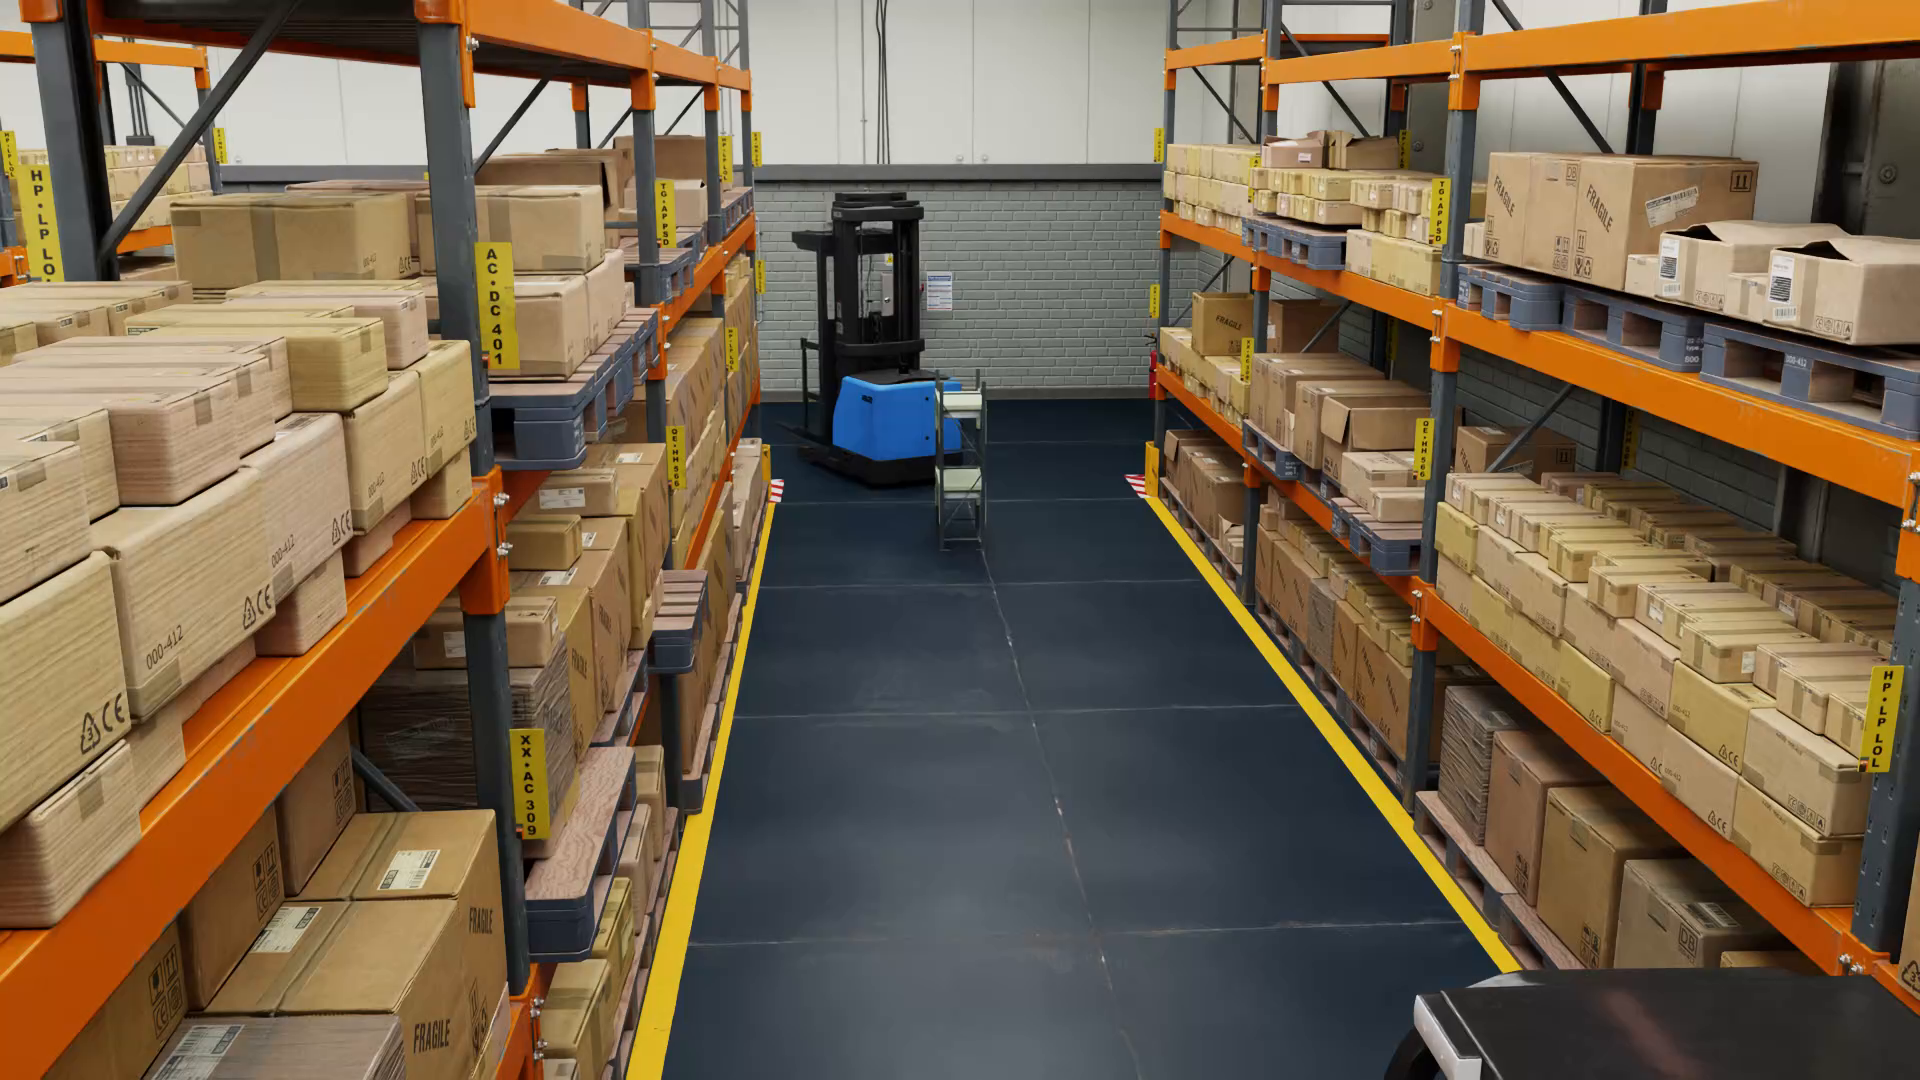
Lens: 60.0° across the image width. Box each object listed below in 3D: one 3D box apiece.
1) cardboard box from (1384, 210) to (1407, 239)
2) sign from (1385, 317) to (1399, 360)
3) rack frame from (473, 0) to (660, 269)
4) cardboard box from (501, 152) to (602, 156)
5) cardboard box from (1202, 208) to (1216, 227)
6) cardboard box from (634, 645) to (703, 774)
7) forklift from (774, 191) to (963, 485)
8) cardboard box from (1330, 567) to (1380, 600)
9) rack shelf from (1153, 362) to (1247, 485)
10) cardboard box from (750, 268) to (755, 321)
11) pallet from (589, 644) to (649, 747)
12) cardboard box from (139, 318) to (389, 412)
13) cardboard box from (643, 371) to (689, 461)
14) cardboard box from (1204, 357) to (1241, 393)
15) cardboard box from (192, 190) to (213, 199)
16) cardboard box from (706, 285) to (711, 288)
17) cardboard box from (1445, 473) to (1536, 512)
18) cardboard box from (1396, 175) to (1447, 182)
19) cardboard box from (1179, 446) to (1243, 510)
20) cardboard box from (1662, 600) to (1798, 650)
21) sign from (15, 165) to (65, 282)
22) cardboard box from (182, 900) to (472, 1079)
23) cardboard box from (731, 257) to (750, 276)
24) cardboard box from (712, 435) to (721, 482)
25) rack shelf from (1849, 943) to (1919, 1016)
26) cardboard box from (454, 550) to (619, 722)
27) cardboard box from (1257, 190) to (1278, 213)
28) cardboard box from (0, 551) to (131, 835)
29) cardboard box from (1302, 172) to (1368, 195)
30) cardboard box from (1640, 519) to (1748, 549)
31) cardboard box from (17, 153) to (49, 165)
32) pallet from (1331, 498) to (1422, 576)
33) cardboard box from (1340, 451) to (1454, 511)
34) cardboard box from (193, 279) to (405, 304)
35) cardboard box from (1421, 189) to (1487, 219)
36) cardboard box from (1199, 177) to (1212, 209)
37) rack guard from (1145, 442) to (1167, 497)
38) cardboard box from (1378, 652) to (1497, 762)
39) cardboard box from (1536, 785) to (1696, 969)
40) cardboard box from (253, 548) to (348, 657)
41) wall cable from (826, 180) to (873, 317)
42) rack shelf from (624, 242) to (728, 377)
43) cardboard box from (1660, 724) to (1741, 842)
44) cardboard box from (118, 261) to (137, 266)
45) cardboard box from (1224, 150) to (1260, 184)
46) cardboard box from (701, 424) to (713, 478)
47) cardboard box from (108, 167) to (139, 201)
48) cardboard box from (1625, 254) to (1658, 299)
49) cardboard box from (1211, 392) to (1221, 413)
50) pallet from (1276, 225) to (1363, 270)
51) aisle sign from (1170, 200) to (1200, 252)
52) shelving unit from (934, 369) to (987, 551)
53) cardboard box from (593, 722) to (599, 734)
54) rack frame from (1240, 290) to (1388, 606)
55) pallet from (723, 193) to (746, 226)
[{"bbox_3d":[2.657,-1.812,9.531,0.380,0.149,0.250,-1,14,-3],"label":"cardboard box"},{"bbox_3d":[3.271,-1.528,12.621,0.100,0.325,0.005,-1,14,-3],"label":"sign"},{"bbox_3d":[-1.988,-2.791,7.813,1.000,3.000,0.127,-1,14,-3],"label":"rack frame"},{"bbox_3d":[-2.387,-2.024,9.808,0.500,0.500,0.500,-1,14,-3],"label":"cardboard box"},{"bbox_3d":[2.276,-2.756,14.202,0.380,0.149,0.250,-1,14,-2],"label":"cardboard box"},{"bbox_3d":[-1.948,0.767,9.446,0.875,0.875,0.875,-1,14,-4],"label":"cardboard box"},{"bbox_3d":[-1.140,-2.304,18.099,1.130,2.935,3.031,-8,17,-29],"label":"forklift"},{"bbox_3d":[2.628,0.281,10.786,0.380,0.149,0.250,-2,15,-6],"label":"cardboard box"},{"bbox_3d":[2.594,-1.107,14.751,1.077,0.370,4.000,-1,14,-3],"label":"rack shelf"},{"bbox_3d":[-2.216,-2.291,15.705,0.500,0.500,0.500,0,14,-2],"label":"cardboard box"},{"bbox_3d":[-1.825,0.699,6.674,1.003,0.211,1.213,-1,14,-3],"label":"pallet"},{"bbox_3d":[-1.336,-0.340,3.213,0.380,0.149,0.250,0,14,-2],"label":"cardboard box"},{"bbox_3d":[-1.815,-0.668,9.394,0.500,0.500,0.500,-1,14,-3],"label":"cardboard box"},{"bbox_3d":[2.379,-1.401,14.154,0.500,0.250,0.500,-1,14,-4],"label":"cardboard box"},{"bbox_3d":[-7.126,-3.044,15.120,0.500,0.250,0.500,-1,14,-5],"label":"cardboard box"},{"bbox_3d":[-2.029,-1.873,12.777,0.380,0.149,0.250,-1,14,-3],"label":"cardboard box"},{"bbox_3d":[2.691,-0.242,8.443,0.380,0.149,0.250,0,14,-2],"label":"cardboard box"},{"bbox_3d":[2.974,-2.229,10.513,0.380,0.149,0.250,-1,14,-2],"label":"cardboard box"},{"bbox_3d":[2.427,-0.578,15.429,0.700,0.500,0.500,0,14,-1],"label":"cardboard box"},{"bbox_3d":[2.872,0.333,6.211,0.380,0.149,0.250,-1,14,-5],"label":"cardboard box"},{"bbox_3d":[-2.294,-0.775,4.170,0.100,0.325,0.005,-1,14,-3],"label":"sign"},{"bbox_3d":[-1.426,1.152,3.733,0.500,0.500,0.500,0,14,-2],"label":"cardboard box"},{"bbox_3d":[-2.122,-2.510,15.252,0.380,0.149,0.250,-1,14,-4],"label":"cardboard box"},{"bbox_3d":[-1.926,-0.573,11.535,0.500,0.250,0.500,-1,14,-4],"label":"cardboard box"},{"bbox_3d":[3.337,1.878,3.152,1.077,0.370,4.000,-1,14,-3],"label":"rack shelf"},{"bbox_3d":[-1.532,0.345,6.026,0.500,0.500,0.500,-1,14,-4],"label":"cardboard box"},{"bbox_3d":[2.321,-2.395,11.757,0.380,0.149,0.250,-1,14,-3],"label":"cardboard box"},{"bbox_3d":[-1.336,0.197,1.923,0.500,0.250,0.500,0,14,-2],"label":"cardboard box"},{"bbox_3d":[2.476,-2.348,10.977,0.380,0.149,0.250,-1,14,-3],"label":"cardboard box"},{"bbox_3d":[3.294,0.007,7.476,0.380,0.149,0.250,-1,14,-4],"label":"cardboard box"},{"bbox_3d":[-7.002,-2.800,12.365,0.380,0.149,0.250,-1,14,-4],"label":"cardboard box"},{"bbox_3d":[2.854,-0.037,9.537,1.213,0.211,1.003,-1,14,-3],"label":"pallet"},{"bbox_3d":[2.577,-0.351,9.829,0.500,0.250,0.500,-2,15,-6],"label":"cardboard box"},{"bbox_3d":[-1.921,-0.617,4.843,0.500,0.250,0.500,-1,14,-5],"label":"cardboard box"},{"bbox_3d":[2.649,-1.761,8.735,0.380,0.149,0.250,0,14,-2],"label":"cardboard box"},{"bbox_3d":[2.351,-2.980,14.273,0.500,0.250,0.500,-1,14,-4],"label":"cardboard box"},{"bbox_3d":[2.475,-0.723,16.833,1.175,0.500,0.348,-1,14,-3],"label":"rack guard"},{"bbox_3d":[2.725,0.942,9.517,0.500,0.500,0.500,0,14,-2],"label":"cardboard box"},{"bbox_3d":[3.081,1.469,7.220,0.875,0.625,0.625,-1,15,-6],"label":"cardboard box"},{"bbox_3d":[-1.367,0.108,3.070,0.380,0.149,0.250,0,14,-2],"label":"cardboard box"},{"bbox_3d":[-1.442,-3.794,21.712,0.588,1.984,0.122,-1,14,-3],"label":"wall cable"},{"bbox_3d":[-2.112,-1.487,10.210,1.077,0.370,4.000,-1,14,-3],"label":"rack shelf"},{"bbox_3d":[2.884,0.858,5.972,0.500,0.250,0.500,-1,14,-4],"label":"cardboard box"},{"bbox_3d":[-7.618,-2.209,14.788,0.500,0.500,0.500,0,14,-2],"label":"cardboard box"},{"bbox_3d":[2.406,-2.972,13.238,0.500,0.250,0.500,-1,14,-4],"label":"cardboard box"},{"bbox_3d":[-1.841,-0.564,10.495,0.500,0.250,0.500,-1,14,-2],"label":"cardboard box"},{"bbox_3d":[-7.054,-2.905,13.574,0.500,0.250,0.500,-2,15,-6],"label":"cardboard box"},{"bbox_3d":[2.794,-1.011,6.379,0.380,0.149,0.250,-1,14,-4],"label":"cardboard box"},{"bbox_3d":[2.335,-1.169,14.054,0.380,0.149,0.250,-1,14,-4],"label":"cardboard box"},{"bbox_3d":[2.755,-1.898,10.741,1.213,0.211,1.003,-1,14,-3],"label":"pallet"},{"bbox_3d":[2.173,-3.224,16.319,0.394,0.787,0.004,-1,14,-3],"label":"aisle sign"},{"bbox_3d":[0.000,-0.725,14.833,0.431,1.500,0.755,-1,14,-3],"label":"shelving unit"},{"bbox_3d":[-1.548,0.628,6.228,0.380,0.149,0.250,-1,14,-3],"label":"cardboard box"},{"bbox_3d":[2.718,-0.958,12.729,1.000,3.000,0.127,-1,14,-3],"label":"rack frame"},{"bbox_3d":[-2.349,-2.796,14.032,1.003,0.211,1.213,-1,14,-3],"label":"pallet"}]
